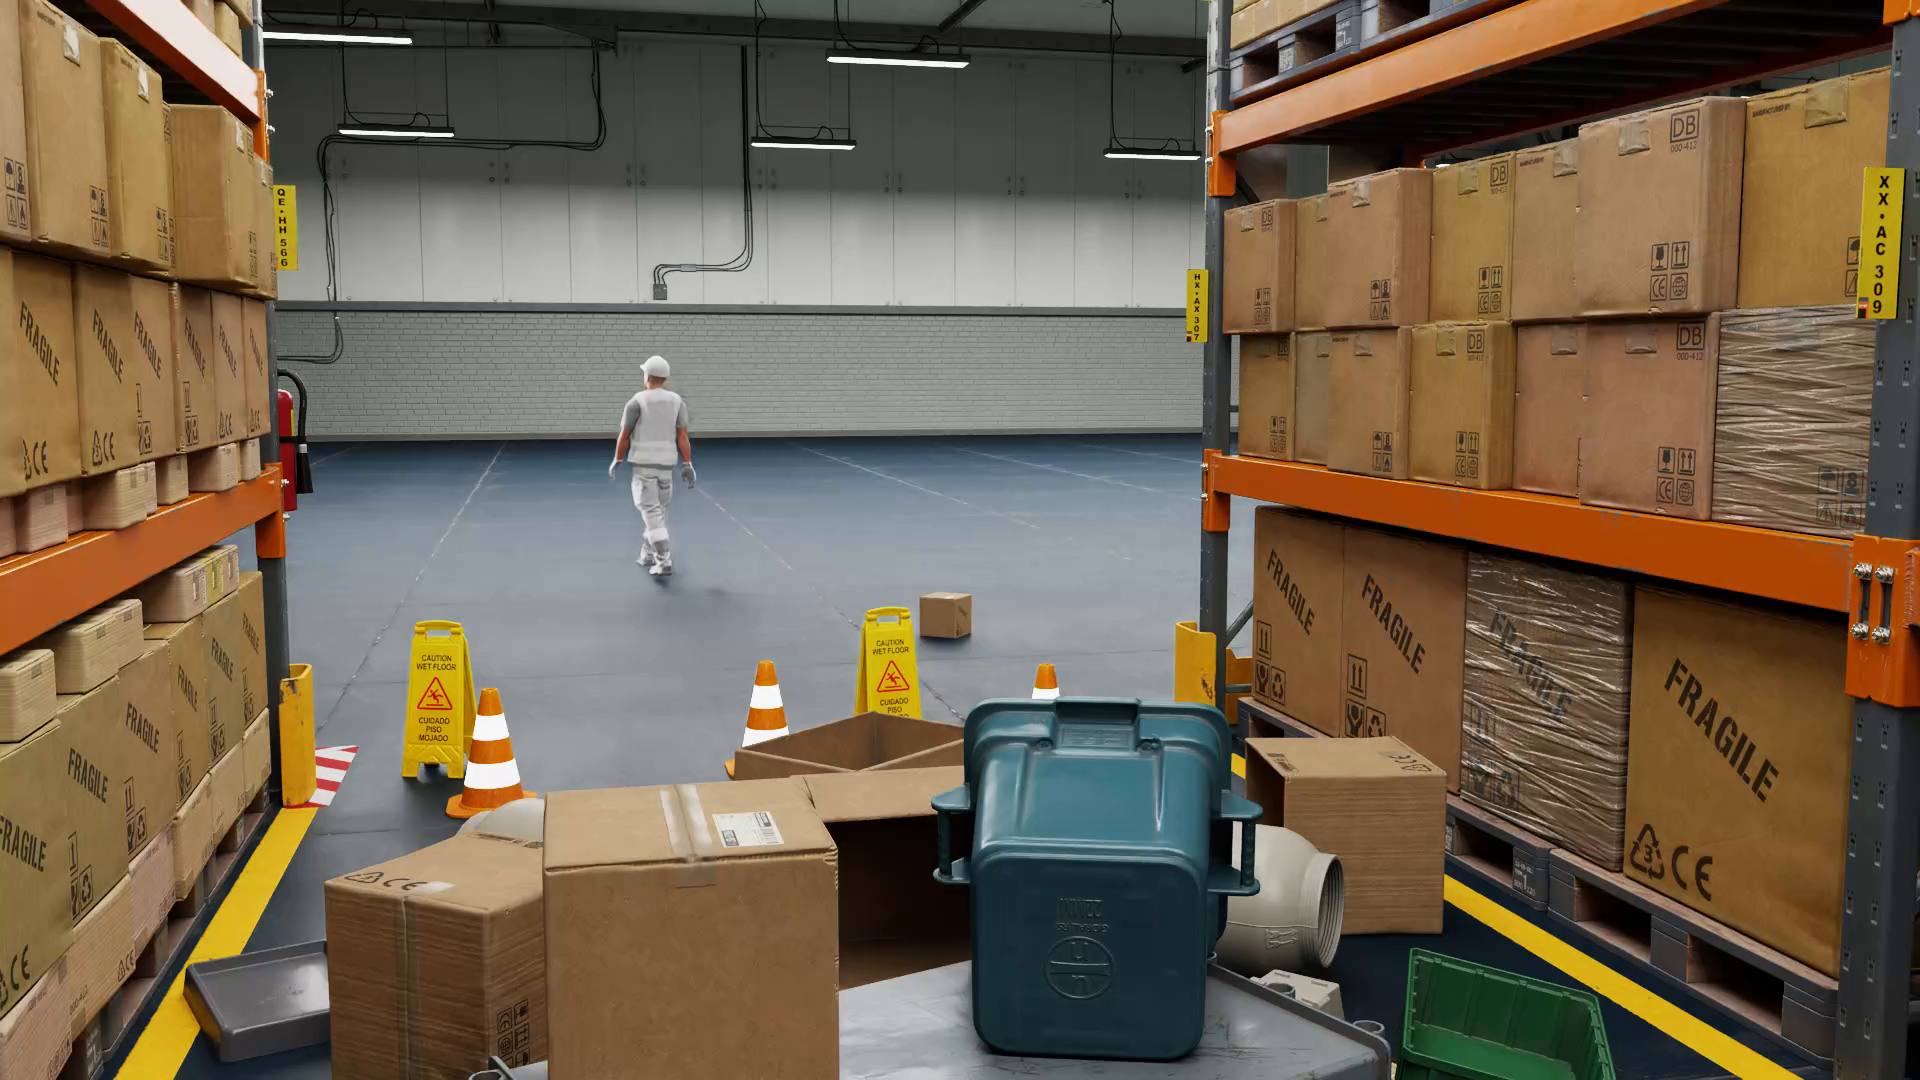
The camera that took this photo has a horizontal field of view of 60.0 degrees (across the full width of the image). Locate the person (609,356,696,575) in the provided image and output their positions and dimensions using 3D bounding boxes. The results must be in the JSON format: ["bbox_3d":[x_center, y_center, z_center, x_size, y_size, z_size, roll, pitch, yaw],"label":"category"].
[{"bbox_3d":[-2.534,-0.617,13.464,0.591,1.736,0.960,-5,8,-37],"label":"person"}]
